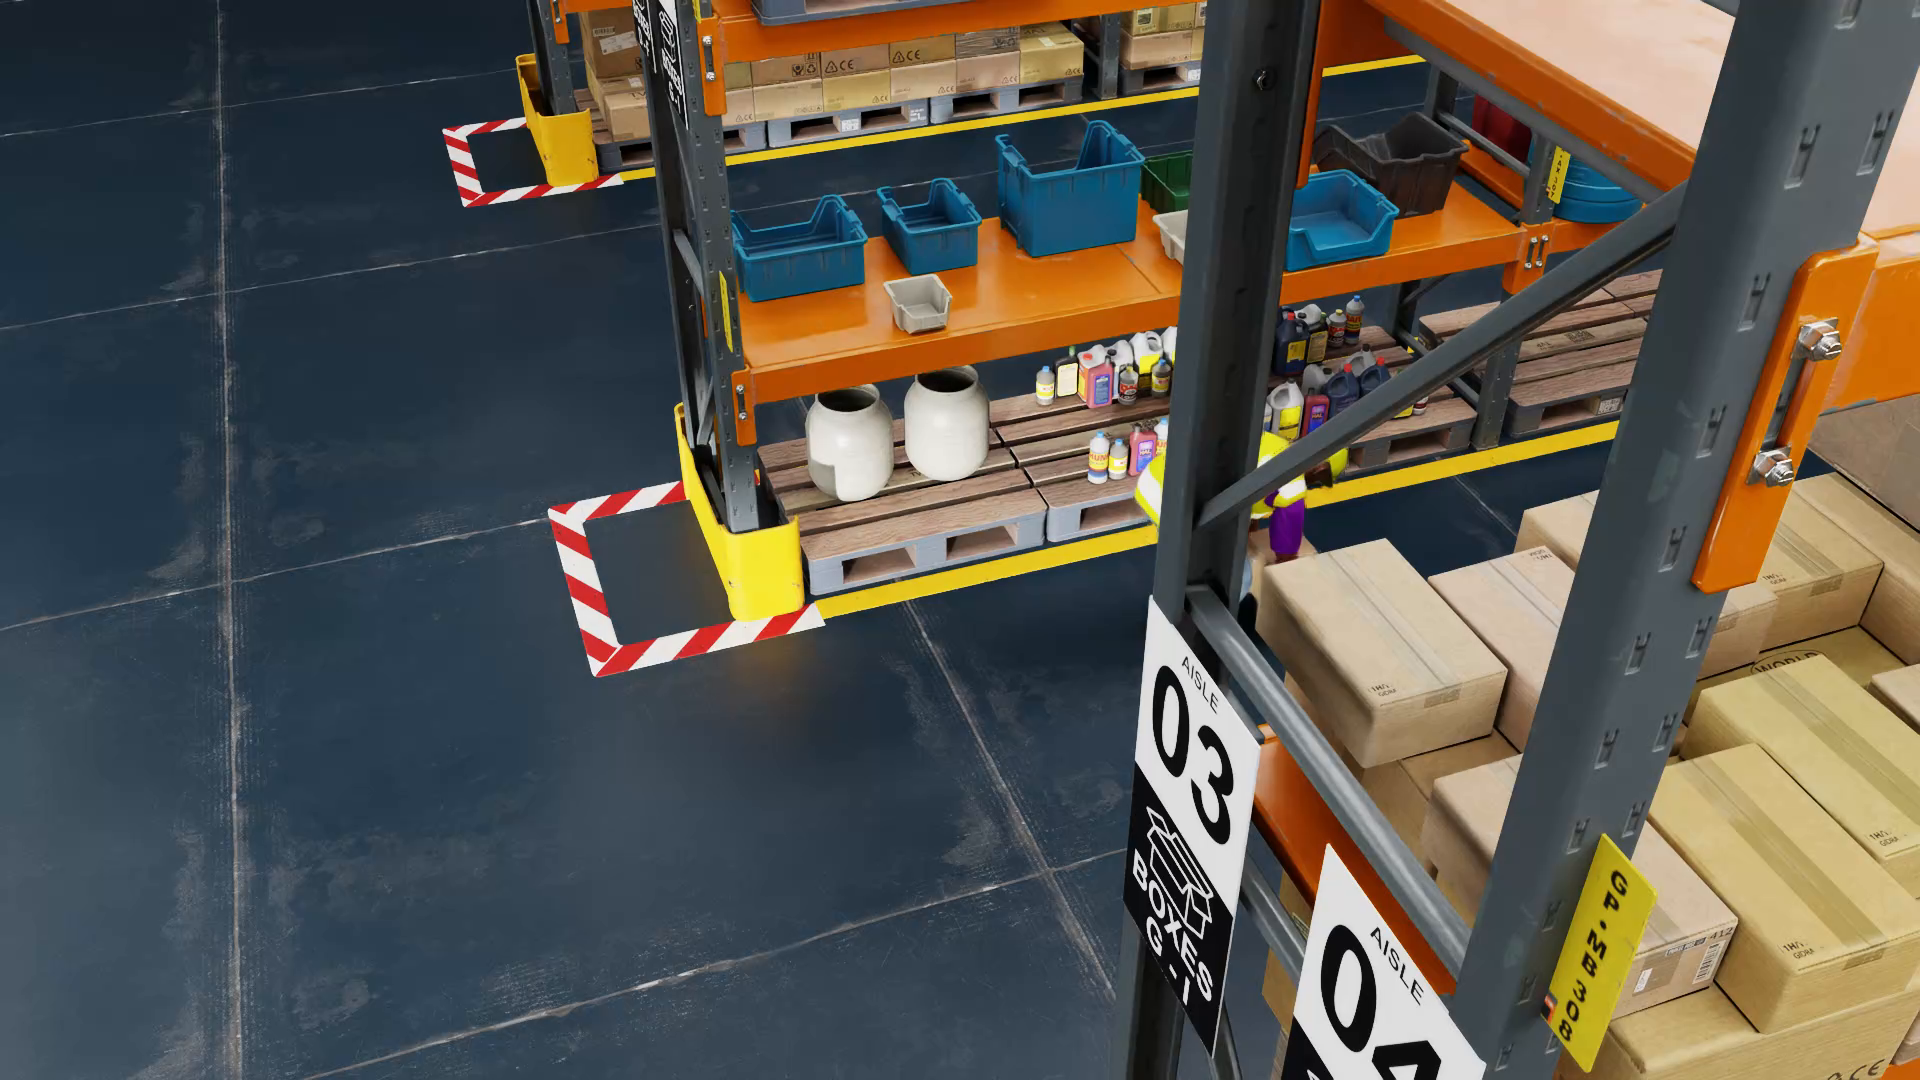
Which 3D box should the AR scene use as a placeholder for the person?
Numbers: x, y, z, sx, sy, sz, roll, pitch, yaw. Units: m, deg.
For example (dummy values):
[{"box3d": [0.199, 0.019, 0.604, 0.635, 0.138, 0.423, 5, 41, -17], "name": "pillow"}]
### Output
[{"box3d": [1.235, -0.003, 7.341, 0.982, 1.065, 0.489, -14, 40, -18], "name": "person"}]
